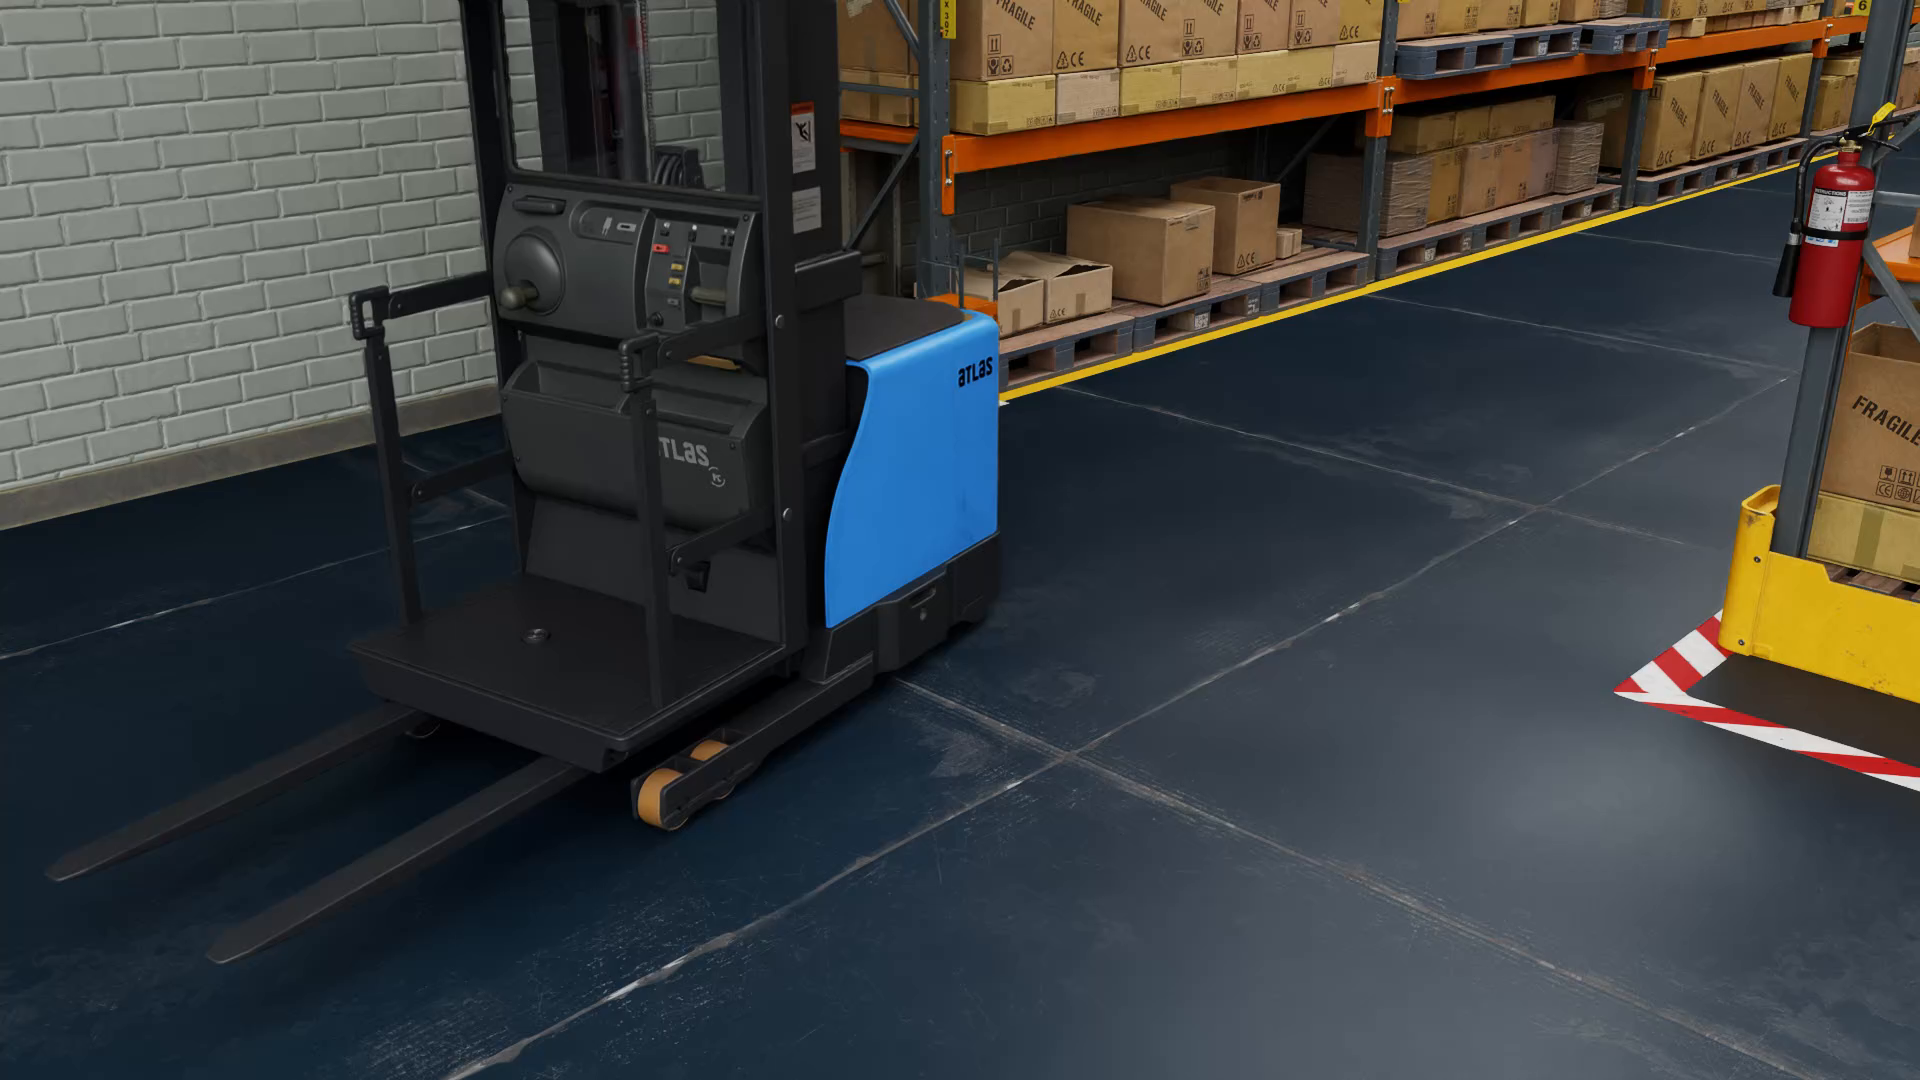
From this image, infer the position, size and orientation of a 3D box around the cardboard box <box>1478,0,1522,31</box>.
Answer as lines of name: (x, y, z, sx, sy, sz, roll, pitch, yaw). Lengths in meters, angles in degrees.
cardboard box: (3.555, -3.908, 11.808, 0.500, 0.500, 0.700, -16, 26, -35)

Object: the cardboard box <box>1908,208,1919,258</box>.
cardboard box: (3.440, -1.111, 5.145, 0.700, 0.500, 0.500, 19, 28, 41)

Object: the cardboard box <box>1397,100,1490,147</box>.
cardboard box: (3.511, -3.045, 12.143, 0.500, 0.250, 0.500, 18, 28, 39)

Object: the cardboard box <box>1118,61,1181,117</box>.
cardboard box: (0.833, -2.438, 8.919, 0.500, 0.250, 0.500, 19, 28, 40)

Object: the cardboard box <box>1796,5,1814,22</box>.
cardboard box: (7.733, -4.935, 15.554, 0.250, 0.149, 0.380, -20, 28, -41)

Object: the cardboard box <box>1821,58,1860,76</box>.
cardboard box: (8.890, -4.812, 16.908, 0.250, 0.149, 0.380, -19, 28, -40)

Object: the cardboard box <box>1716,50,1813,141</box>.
cardboard box: (7.564, -4.264, 15.899, 0.750, 0.750, 0.750, 20, 28, 41)

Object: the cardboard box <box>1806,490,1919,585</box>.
cardboard box: (3.268, -0.072, 5.828, 0.500, 0.250, 0.500, 19, 28, 41)

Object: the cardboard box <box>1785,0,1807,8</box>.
cardboard box: (7.435, -5.151, 15.212, 0.500, 0.500, 0.500, 20, 28, 41)

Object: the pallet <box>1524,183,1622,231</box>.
pallet: (4.588, -2.741, 13.411, 1.003, 0.211, 1.213, 19, 28, 41)

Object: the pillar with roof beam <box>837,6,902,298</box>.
pillar with roof beam: (2.507, -4.306, 5.234, 9.100, 9.000, 0.400, 19, 28, 41)

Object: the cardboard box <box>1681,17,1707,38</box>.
cardboard box: (5.958, -4.271, 13.829, 0.250, 0.149, 0.380, -19, 28, -40)

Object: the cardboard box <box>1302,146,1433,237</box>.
cardboard box: (2.846, -2.447, 11.630, 0.500, 0.500, 0.700, -19, 28, -40)

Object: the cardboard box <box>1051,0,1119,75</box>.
cardboard box: (0.454, -2.648, 8.419, 0.500, 0.500, 0.500, 19, 28, 41)

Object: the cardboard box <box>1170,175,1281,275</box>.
cardboard box: (1.649, -1.976, 10.407, 0.500, 0.500, 0.500, 17, 27, 37)

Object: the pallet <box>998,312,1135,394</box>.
pallet: (0.199, -1.104, 9.154, 1.003, 0.211, 1.213, 19, 28, 41)

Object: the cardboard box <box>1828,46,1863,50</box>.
cardboard box: (9.715, -5.314, 18.214, 0.380, 0.149, 0.250, 20, 28, 41)

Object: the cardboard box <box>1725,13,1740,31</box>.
cardboard box: (6.592, -4.559, 14.576, 0.380, 0.149, 0.250, 19, 28, 41)

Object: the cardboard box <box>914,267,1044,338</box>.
cardboard box: (0.101, -1.292, 8.890, 0.500, 0.311, 0.500, 15, 26, 35)

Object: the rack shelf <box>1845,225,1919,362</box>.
rack shelf: (4.501, -1.126, 6.326, 1.077, 0.370, 4.000, 19, 28, 41)

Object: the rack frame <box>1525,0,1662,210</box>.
rack frame: (5.134, -4.243, 13.432, 1.000, 3.000, 0.127, 19, 28, 41)

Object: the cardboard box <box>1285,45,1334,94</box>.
cardboard box: (1.877, -2.830, 9.939, 0.500, 0.250, 0.500, 19, 28, 41)

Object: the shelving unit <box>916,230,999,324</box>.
shelving unit: (-0.010, -0.556, 6.350, 0.258, 1.200, 0.189, 19, 28, 41)

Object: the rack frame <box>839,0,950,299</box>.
rack frame: (-0.446, -2.186, 8.082, 1.000, 3.000, 0.127, 19, 28, 41)

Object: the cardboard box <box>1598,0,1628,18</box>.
cardboard box: (4.814, -4.372, 13.015, 0.700, 0.500, 0.500, 15, 26, 35)

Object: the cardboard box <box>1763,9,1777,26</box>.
cardboard box: (7.159, -4.751, 15.075, 0.380, 0.149, 0.250, 19, 28, 41)

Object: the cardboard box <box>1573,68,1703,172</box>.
cardboard box: (5.741, -3.592, 14.149, 0.750, 0.750, 0.750, 19, 28, 40)

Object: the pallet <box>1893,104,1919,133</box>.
pallet: (10.213, -4.773, 18.697, 1.003, 0.211, 1.213, 19, 28, 41)

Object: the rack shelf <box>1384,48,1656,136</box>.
rack shelf: (3.739, -3.393, 12.224, 1.077, 0.370, 4.000, 19, 28, 41)

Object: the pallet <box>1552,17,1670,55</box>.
pallet: (4.714, -3.944, 12.921, 1.213, 0.211, 1.003, 19, 28, 41)

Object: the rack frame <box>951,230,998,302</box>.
rack frame: (0.054, -0.580, 6.411, 0.240, 1.200, 0.006, 19, 28, 41)

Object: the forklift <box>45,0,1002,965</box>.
forklift: (-1.066, -0.770, 4.493, 1.130, 2.935, 3.031, 13, 24, 30)

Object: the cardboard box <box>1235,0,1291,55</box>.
cardboard box: (1.533, -3.049, 9.461, 0.500, 0.500, 0.500, 18, 28, 39)

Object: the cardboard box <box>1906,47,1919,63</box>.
cardboard box: (10.340, -5.348, 18.302, 0.380, 0.149, 0.250, 19, 28, 40)

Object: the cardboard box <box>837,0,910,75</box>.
cardboard box: (-0.270, -2.650, 8.425, 0.500, 0.500, 0.500, 19, 28, 40)

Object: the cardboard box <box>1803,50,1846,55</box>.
cardboard box: (9.182, -5.117, 17.702, 0.380, 0.149, 0.250, 19, 28, 40)

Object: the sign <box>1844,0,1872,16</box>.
sign: (2.726, -1.738, 4.971, 0.100, 0.325, 0.005, 19, 28, 41)

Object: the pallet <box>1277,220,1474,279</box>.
pallet: (2.886, -2.114, 11.779, 1.003, 0.211, 1.213, 19, 28, 41)

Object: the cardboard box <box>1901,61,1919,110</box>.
cardboard box: (10.299, -5.124, 18.623, 0.700, 0.500, 0.500, 19, 28, 41)

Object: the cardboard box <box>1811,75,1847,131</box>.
cardboard box: (8.520, -4.467, 16.914, 0.700, 0.500, 0.500, 20, 29, 41)

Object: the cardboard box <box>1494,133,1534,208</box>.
cardboard box: (3.900, -2.845, 12.667, 0.700, 0.500, 0.500, 19, 28, 40)

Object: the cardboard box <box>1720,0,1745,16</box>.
cardboard box: (6.376, -4.758, 14.191, 0.500, 0.500, 0.500, 19, 28, 40)
